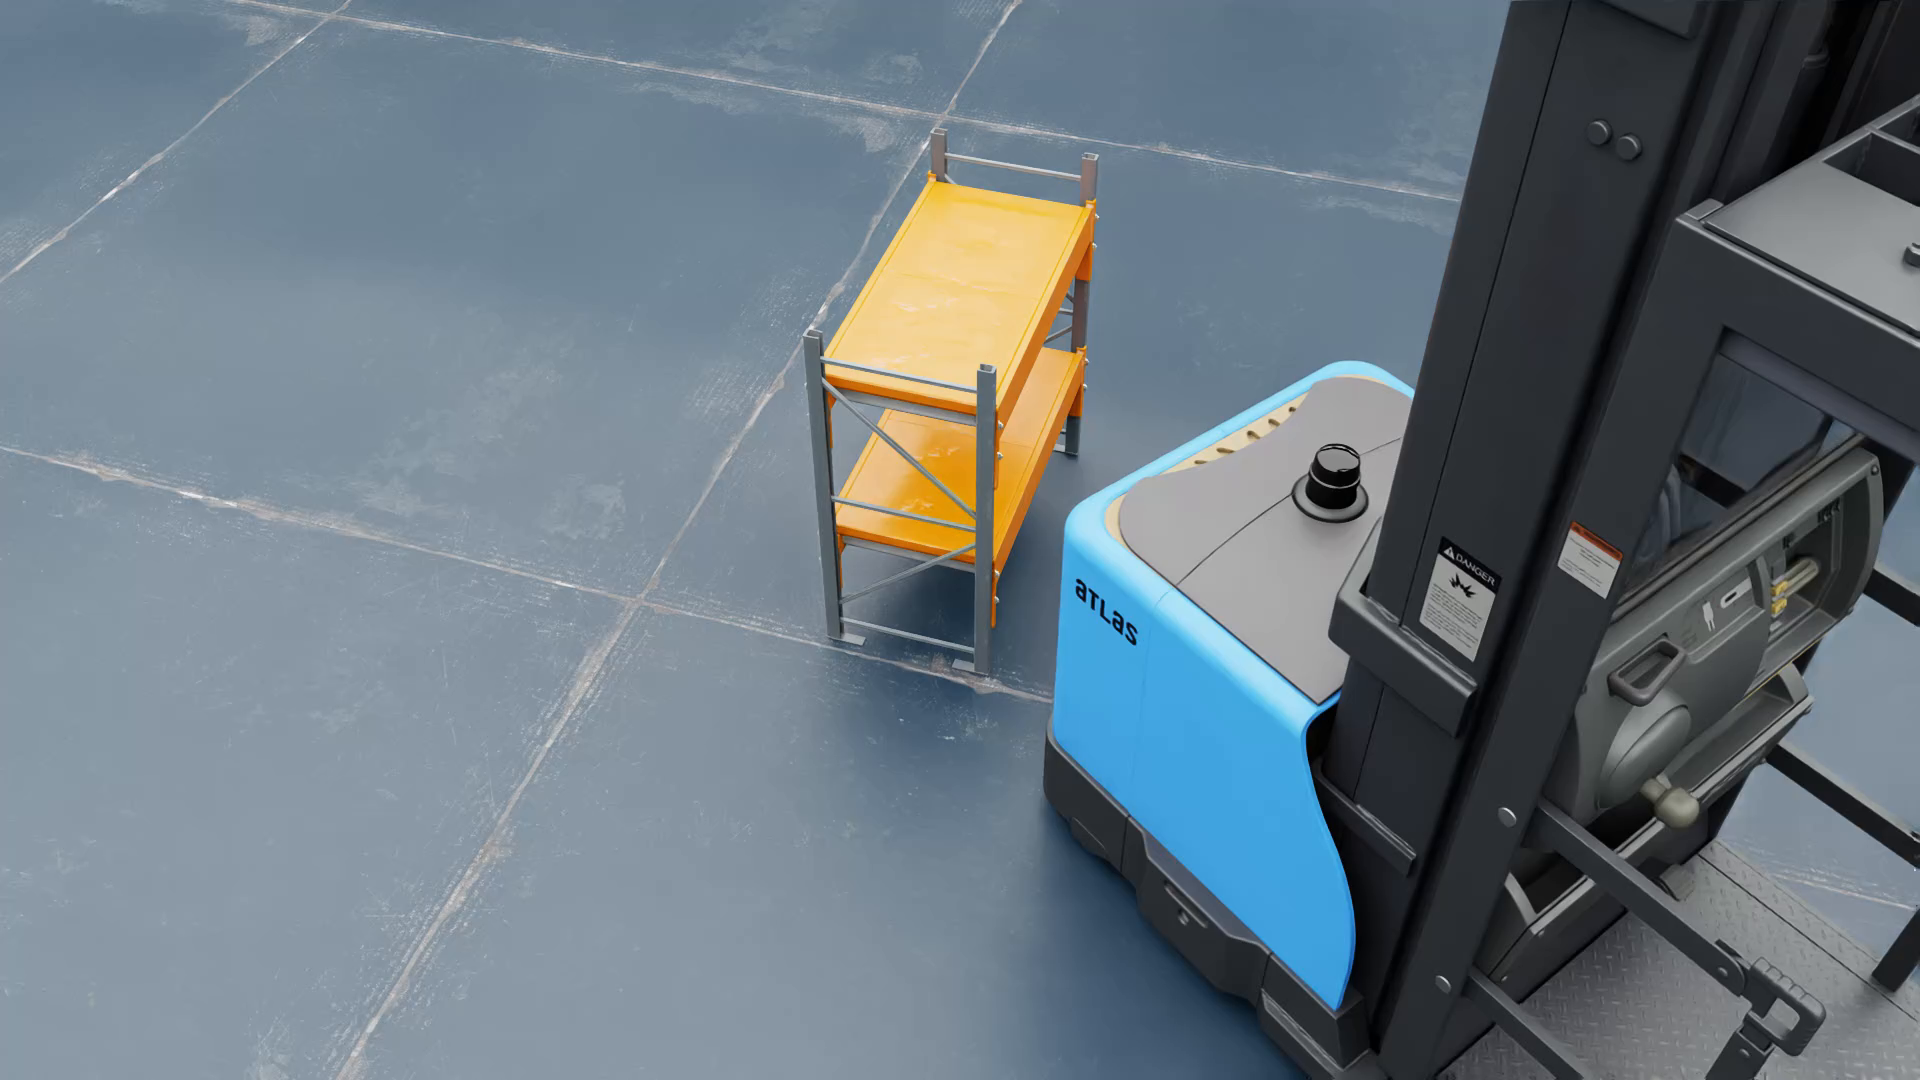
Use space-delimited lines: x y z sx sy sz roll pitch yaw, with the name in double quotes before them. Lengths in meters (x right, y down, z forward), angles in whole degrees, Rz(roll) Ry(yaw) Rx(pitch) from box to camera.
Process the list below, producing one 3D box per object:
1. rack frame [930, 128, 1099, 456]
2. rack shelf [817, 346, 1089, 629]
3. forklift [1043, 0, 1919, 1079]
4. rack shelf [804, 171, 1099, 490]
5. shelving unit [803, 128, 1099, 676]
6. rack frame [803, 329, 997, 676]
"rack frame" 0.156 -0.745 5.207 0.500 1.125 0.032 13 46 13
"rack shelf" 0.002 -0.232 5.032 0.538 0.278 1.000 13 46 13
"forklift" 1.523 0.262 2.886 1.130 2.935 3.031 -28 51 -26
"rack shelf" 0.002 -0.616 4.656 0.538 0.278 1.000 13 46 13
"shelving unit" 0.002 -0.407 4.861 0.538 1.125 1.048 13 46 13
"rack frame" -0.152 -0.068 4.515 0.500 1.125 0.032 13 46 13
